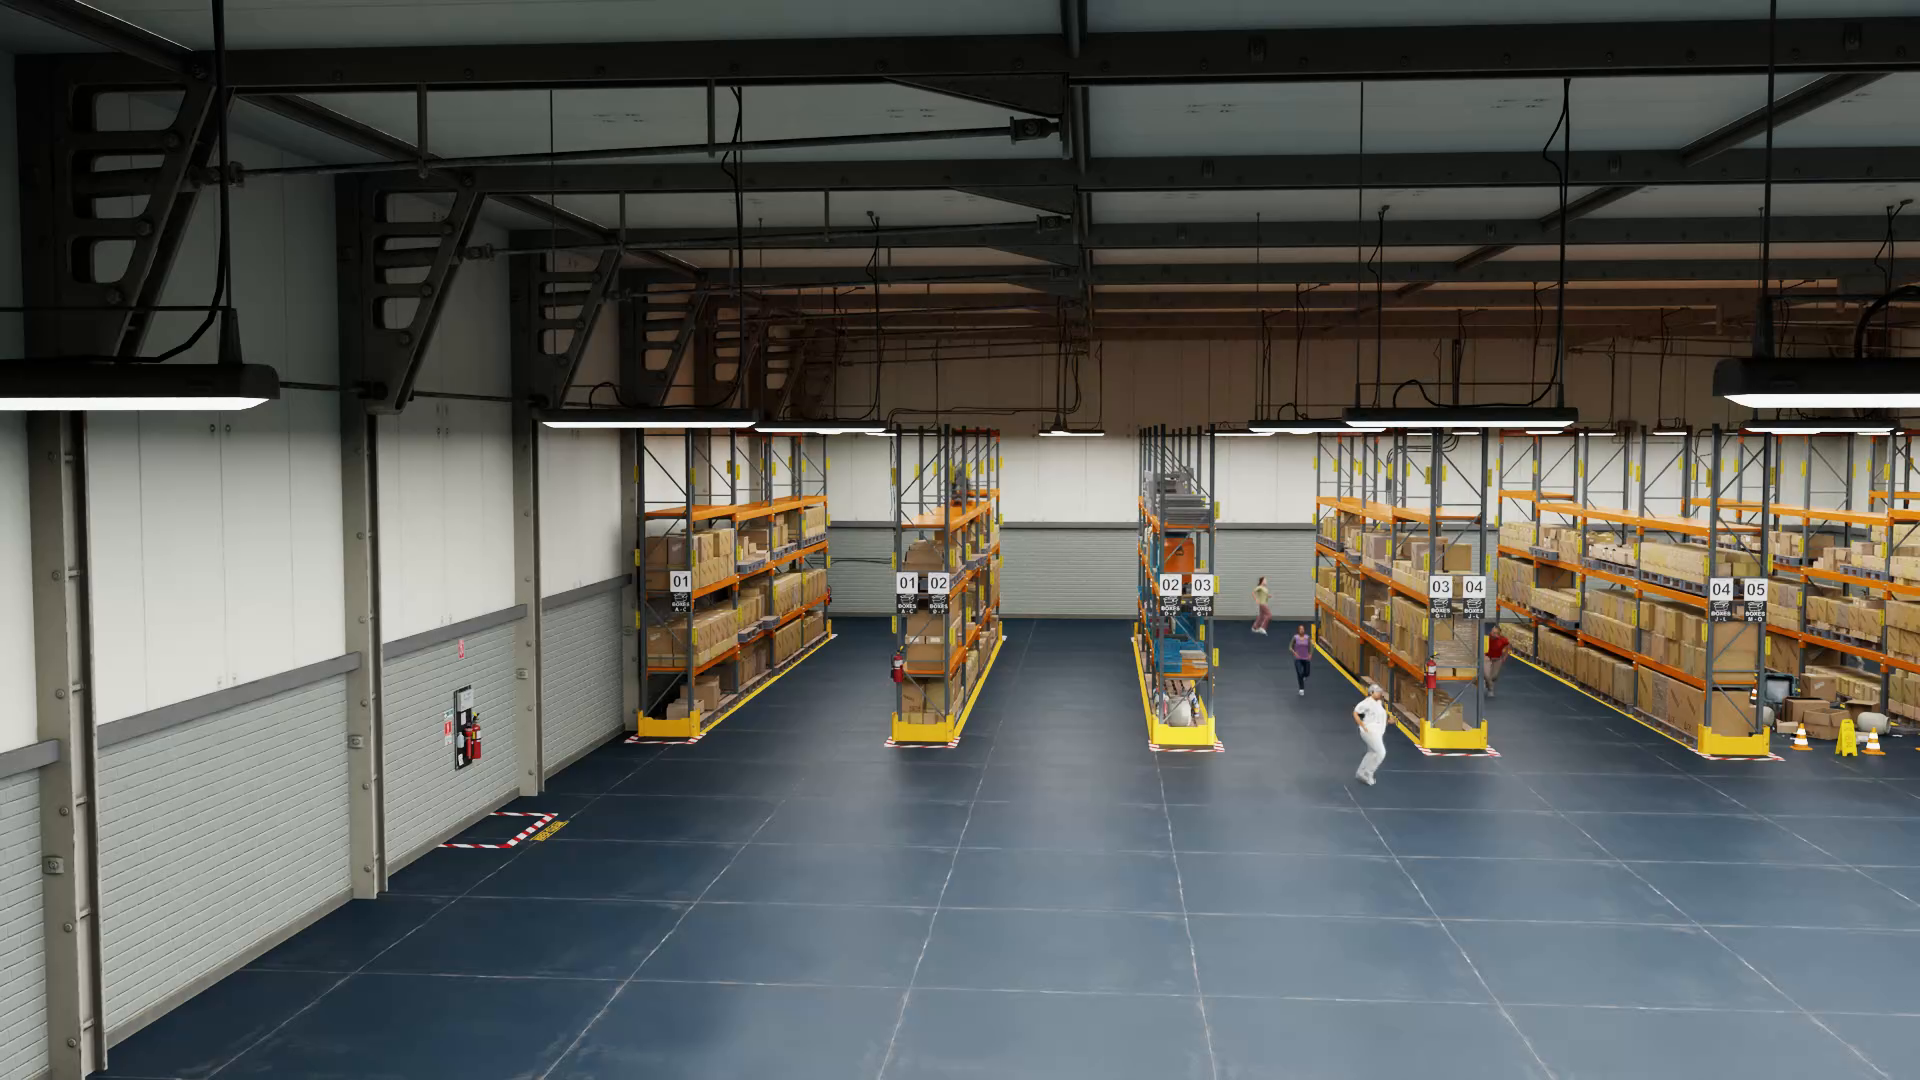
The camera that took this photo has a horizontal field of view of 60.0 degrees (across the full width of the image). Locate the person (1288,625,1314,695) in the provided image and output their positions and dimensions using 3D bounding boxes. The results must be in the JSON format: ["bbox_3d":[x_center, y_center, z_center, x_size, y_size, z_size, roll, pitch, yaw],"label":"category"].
[{"bbox_3d":[7.670,2.683,37.407,0.578,1.559,0.546,0,3,0],"label":"person"}]

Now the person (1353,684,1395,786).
[{"bbox_3d":[6.862,3.228,27.561,0.680,1.676,0.579,3,5,42],"label":"person"}]

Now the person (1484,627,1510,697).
[{"bbox_3d":[11.886,2.699,37.035,0.685,1.585,0.846,1,4,10],"label":"person"}]

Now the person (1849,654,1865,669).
[{"bbox_3d":[21.615,2.457,40.346,0.624,1.705,0.817,0,3,-6],"label":"person"}]

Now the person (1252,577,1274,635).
[{"bbox_3d":[8.872,1.927,48.707,0.694,1.694,0.547,2,4,27],"label":"person"}]
